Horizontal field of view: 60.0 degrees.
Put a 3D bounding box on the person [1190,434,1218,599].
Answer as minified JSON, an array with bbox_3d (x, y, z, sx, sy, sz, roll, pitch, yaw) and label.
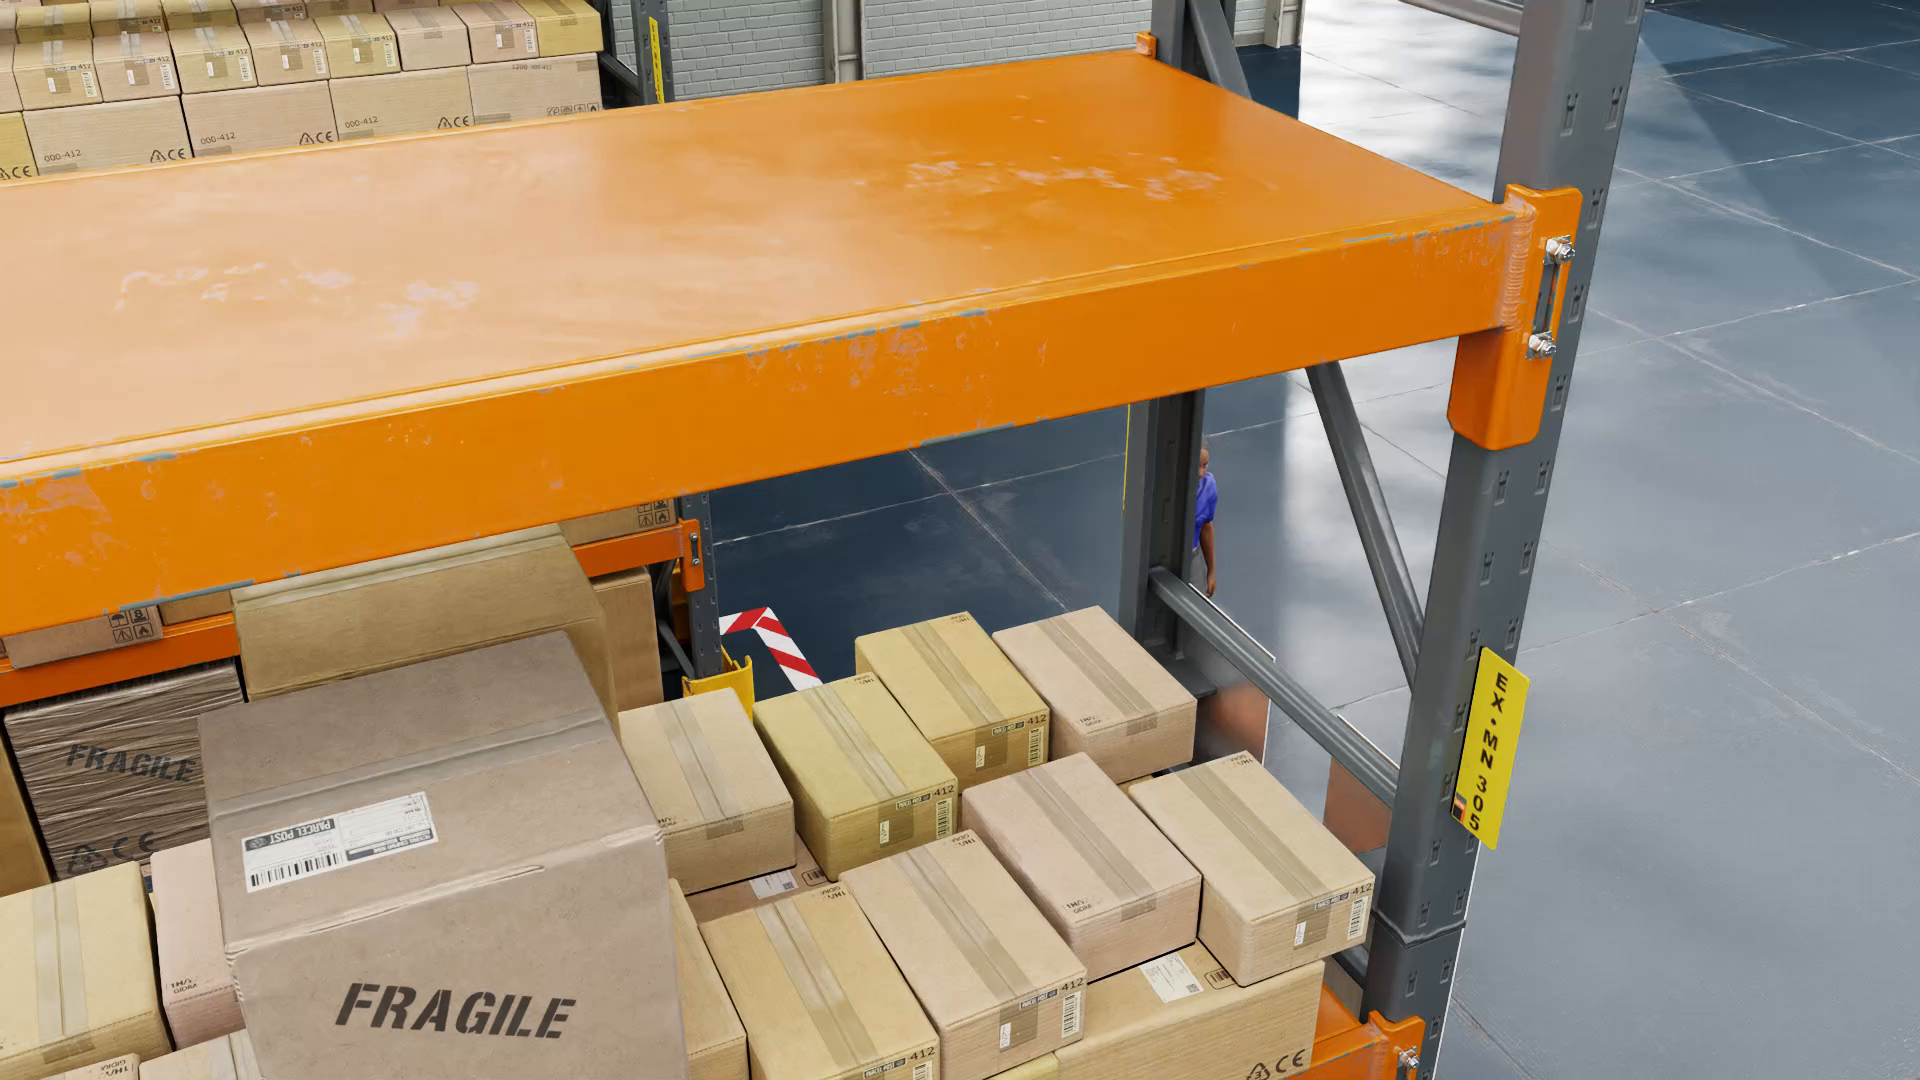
[{"bbox_3d":[1.032,0.206,8.087,0.505,1.655,0.392,-13,32,-22],"label":"person"}]
